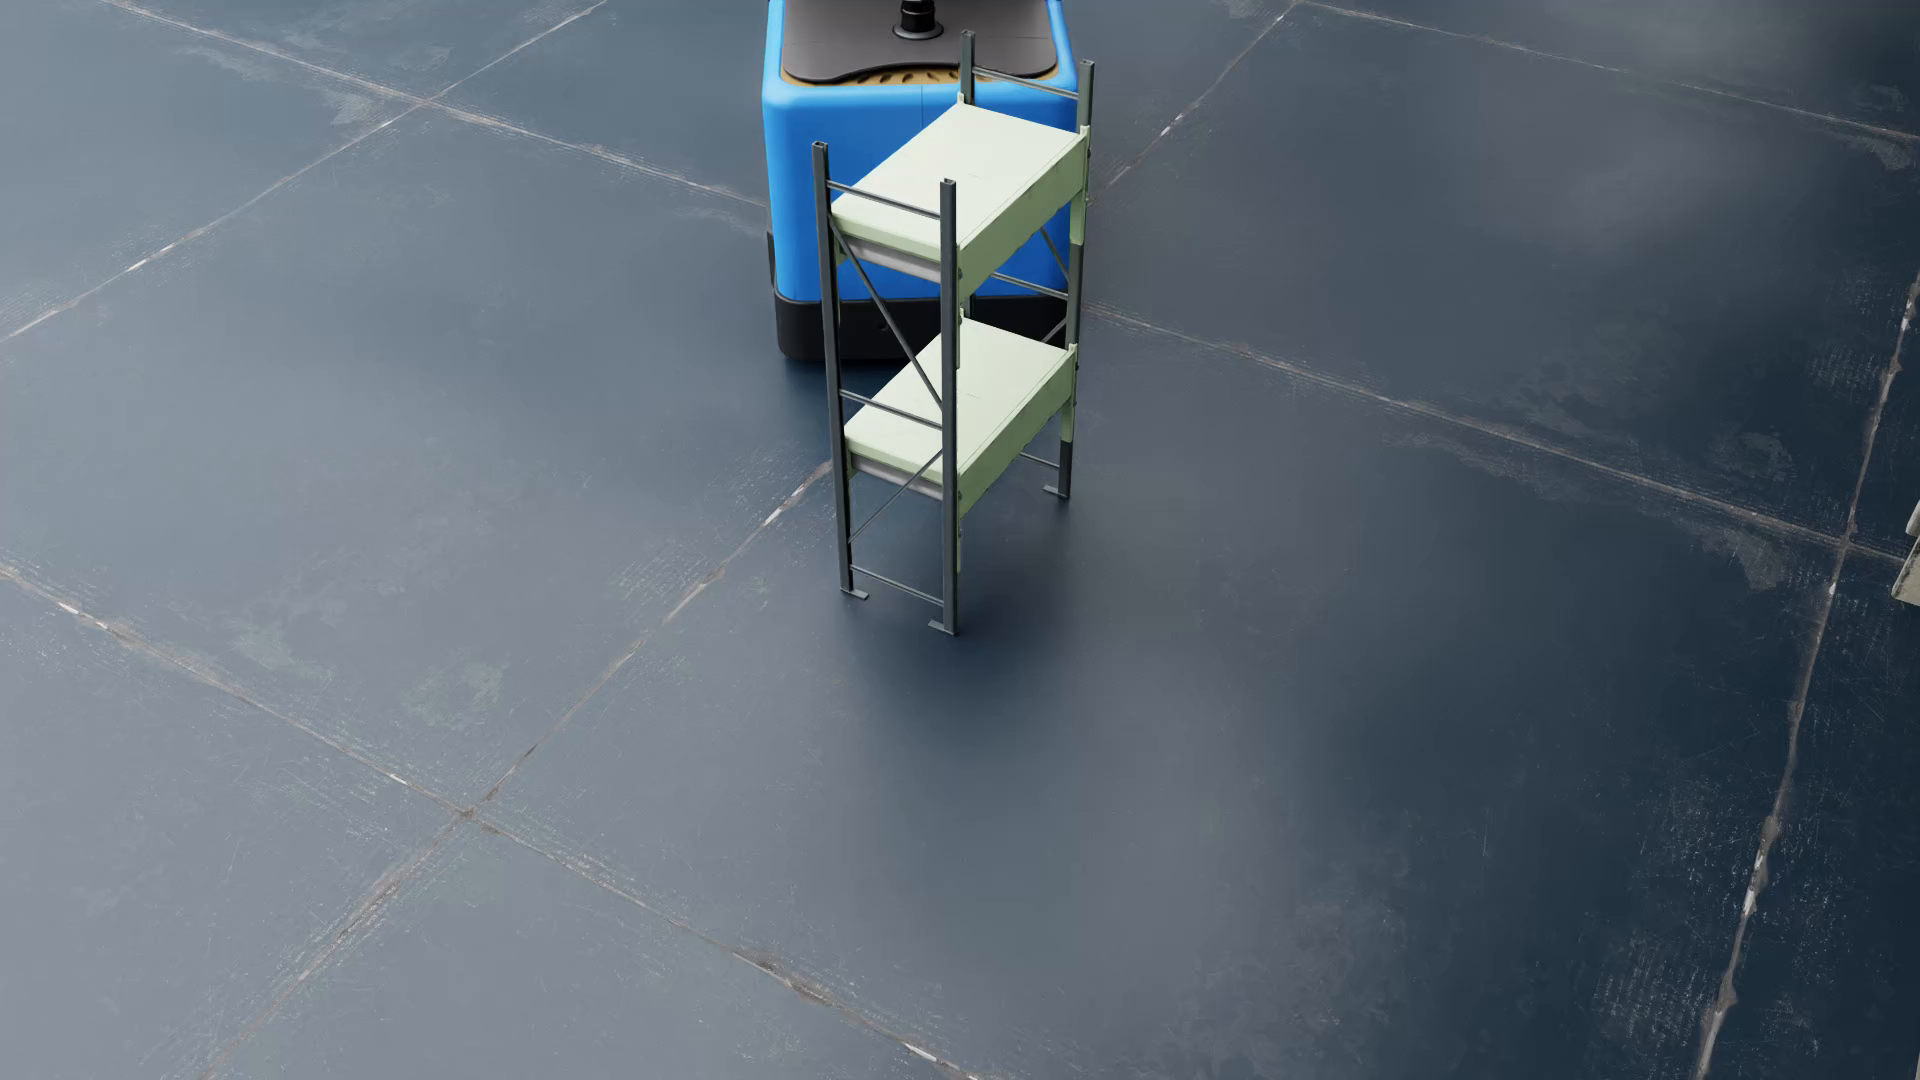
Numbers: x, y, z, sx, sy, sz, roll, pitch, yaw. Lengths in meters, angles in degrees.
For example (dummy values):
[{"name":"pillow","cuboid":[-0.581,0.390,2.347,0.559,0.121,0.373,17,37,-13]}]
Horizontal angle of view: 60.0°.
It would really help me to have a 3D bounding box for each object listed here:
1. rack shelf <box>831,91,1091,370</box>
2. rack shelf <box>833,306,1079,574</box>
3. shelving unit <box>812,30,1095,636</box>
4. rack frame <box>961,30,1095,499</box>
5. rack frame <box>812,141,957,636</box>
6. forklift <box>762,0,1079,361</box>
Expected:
[{"name":"rack shelf","cuboid":[-0.003,-0.852,4.492,0.431,0.370,0.720,21,45,22]},{"name":"rack shelf","cuboid":[-0.003,-0.314,4.965,0.431,0.370,0.720,21,45,22]},{"name":"shelving unit","cuboid":[-0.003,-0.559,4.750,0.431,1.500,0.755,21,45,22]},{"name":"rack frame","cuboid":[0.180,-0.768,4.988,0.400,1.500,0.023,21,45,22]},{"name":"rack frame","cuboid":[-0.186,-0.350,4.512,0.400,1.500,0.023,21,45,22]},{"name":"forklift","cuboid":[-0.196,-2.690,6.087,1.130,2.935,3.031,-2,41,-2]}]
